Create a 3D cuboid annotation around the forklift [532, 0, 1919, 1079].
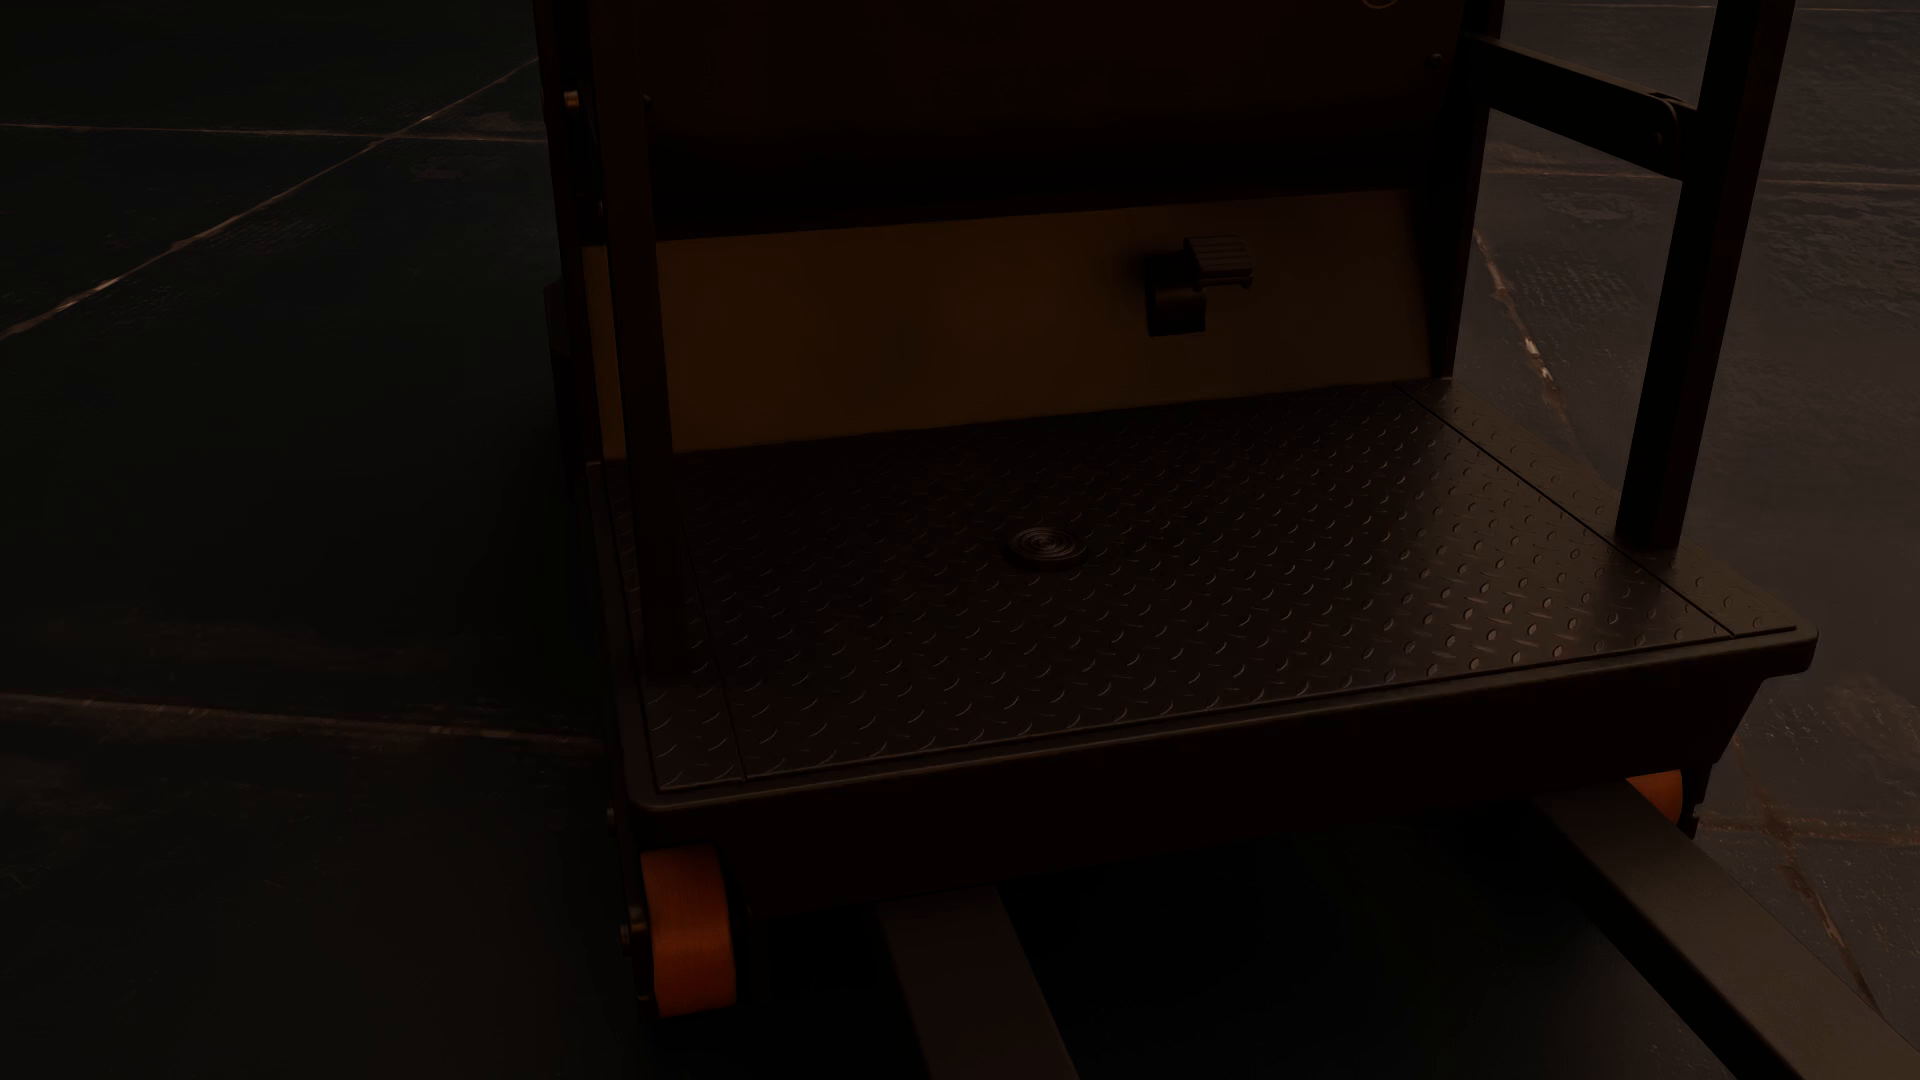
[{"bbox_3d":[0.153,-1.049,1.319,1.130,2.935,3.031,-7,27,-13],"label":"forklift"}]
